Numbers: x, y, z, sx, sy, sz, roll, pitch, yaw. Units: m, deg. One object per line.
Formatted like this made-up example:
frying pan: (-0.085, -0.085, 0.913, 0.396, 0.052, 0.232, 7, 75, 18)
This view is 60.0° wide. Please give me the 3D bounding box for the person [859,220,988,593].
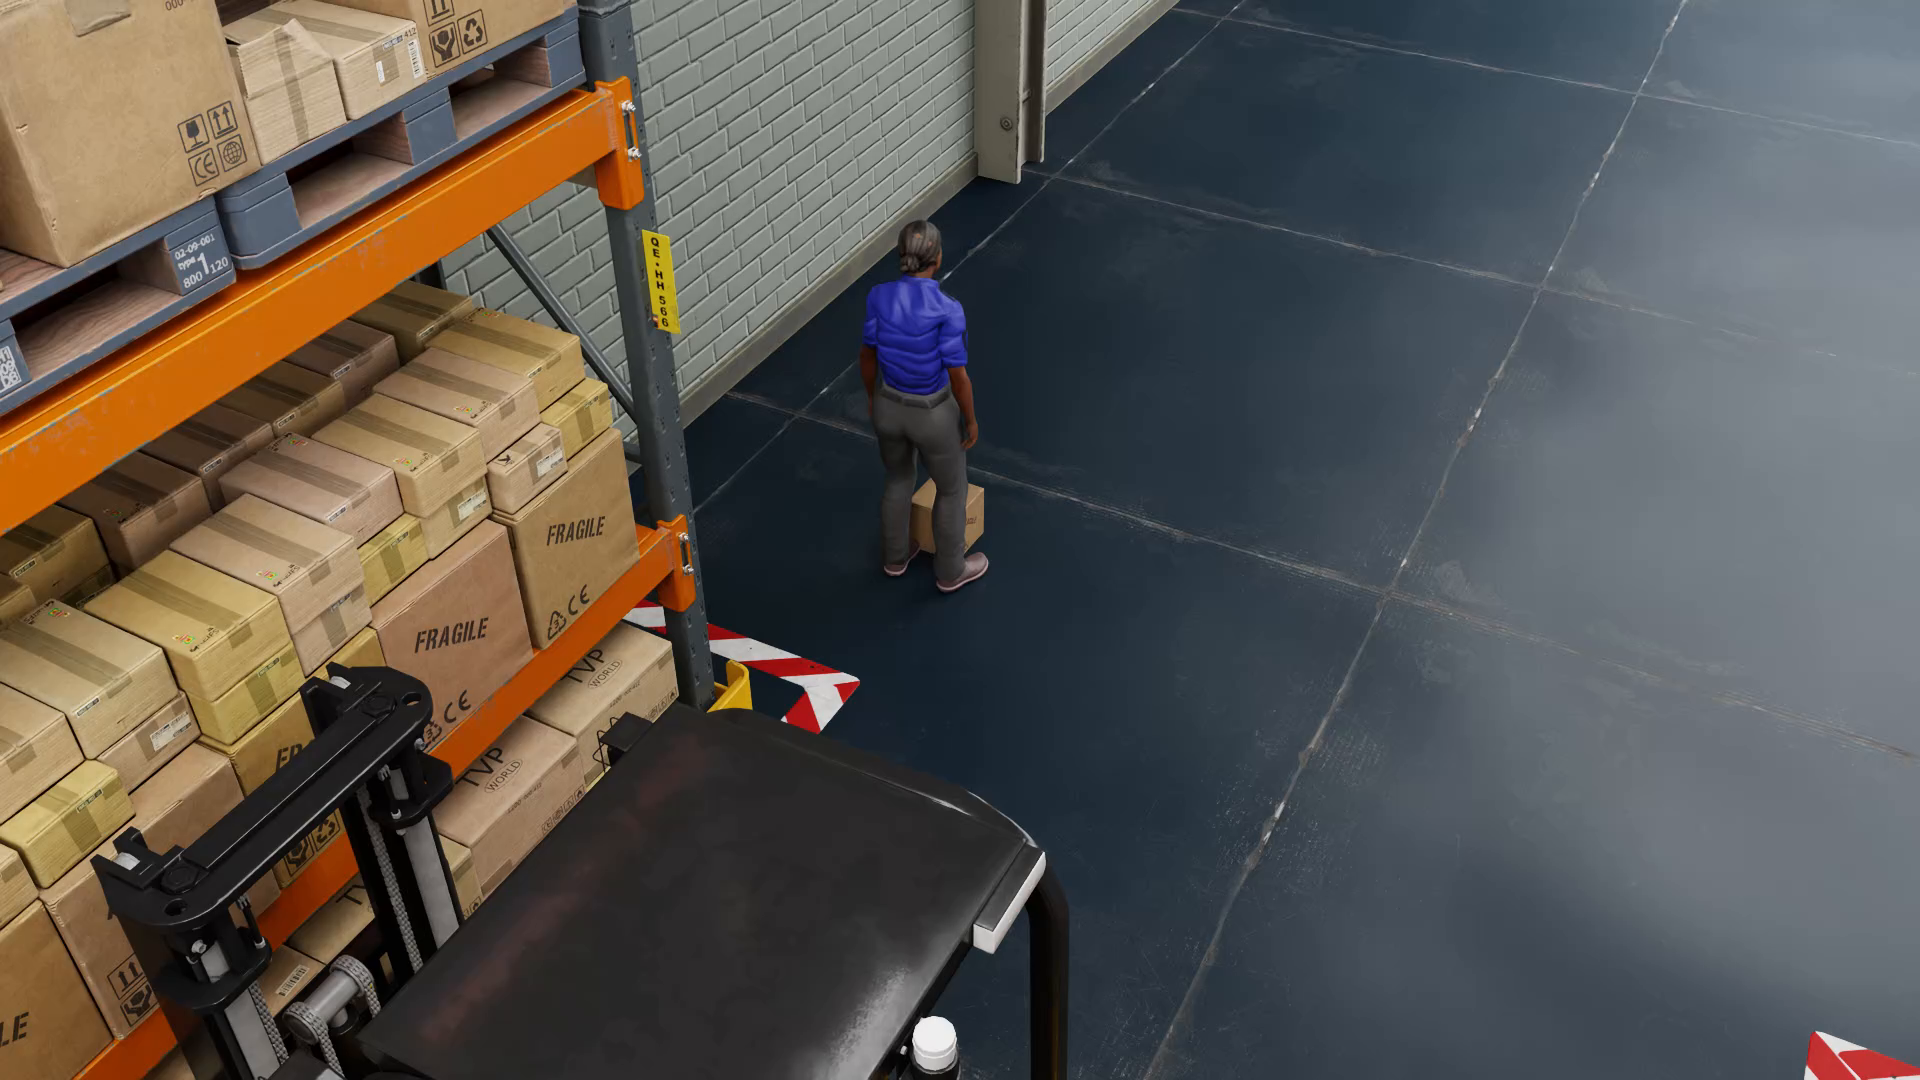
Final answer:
person: (-0.157, -0.526, 6.825, 0.518, 1.654, 0.352, 17, 41, 20)
